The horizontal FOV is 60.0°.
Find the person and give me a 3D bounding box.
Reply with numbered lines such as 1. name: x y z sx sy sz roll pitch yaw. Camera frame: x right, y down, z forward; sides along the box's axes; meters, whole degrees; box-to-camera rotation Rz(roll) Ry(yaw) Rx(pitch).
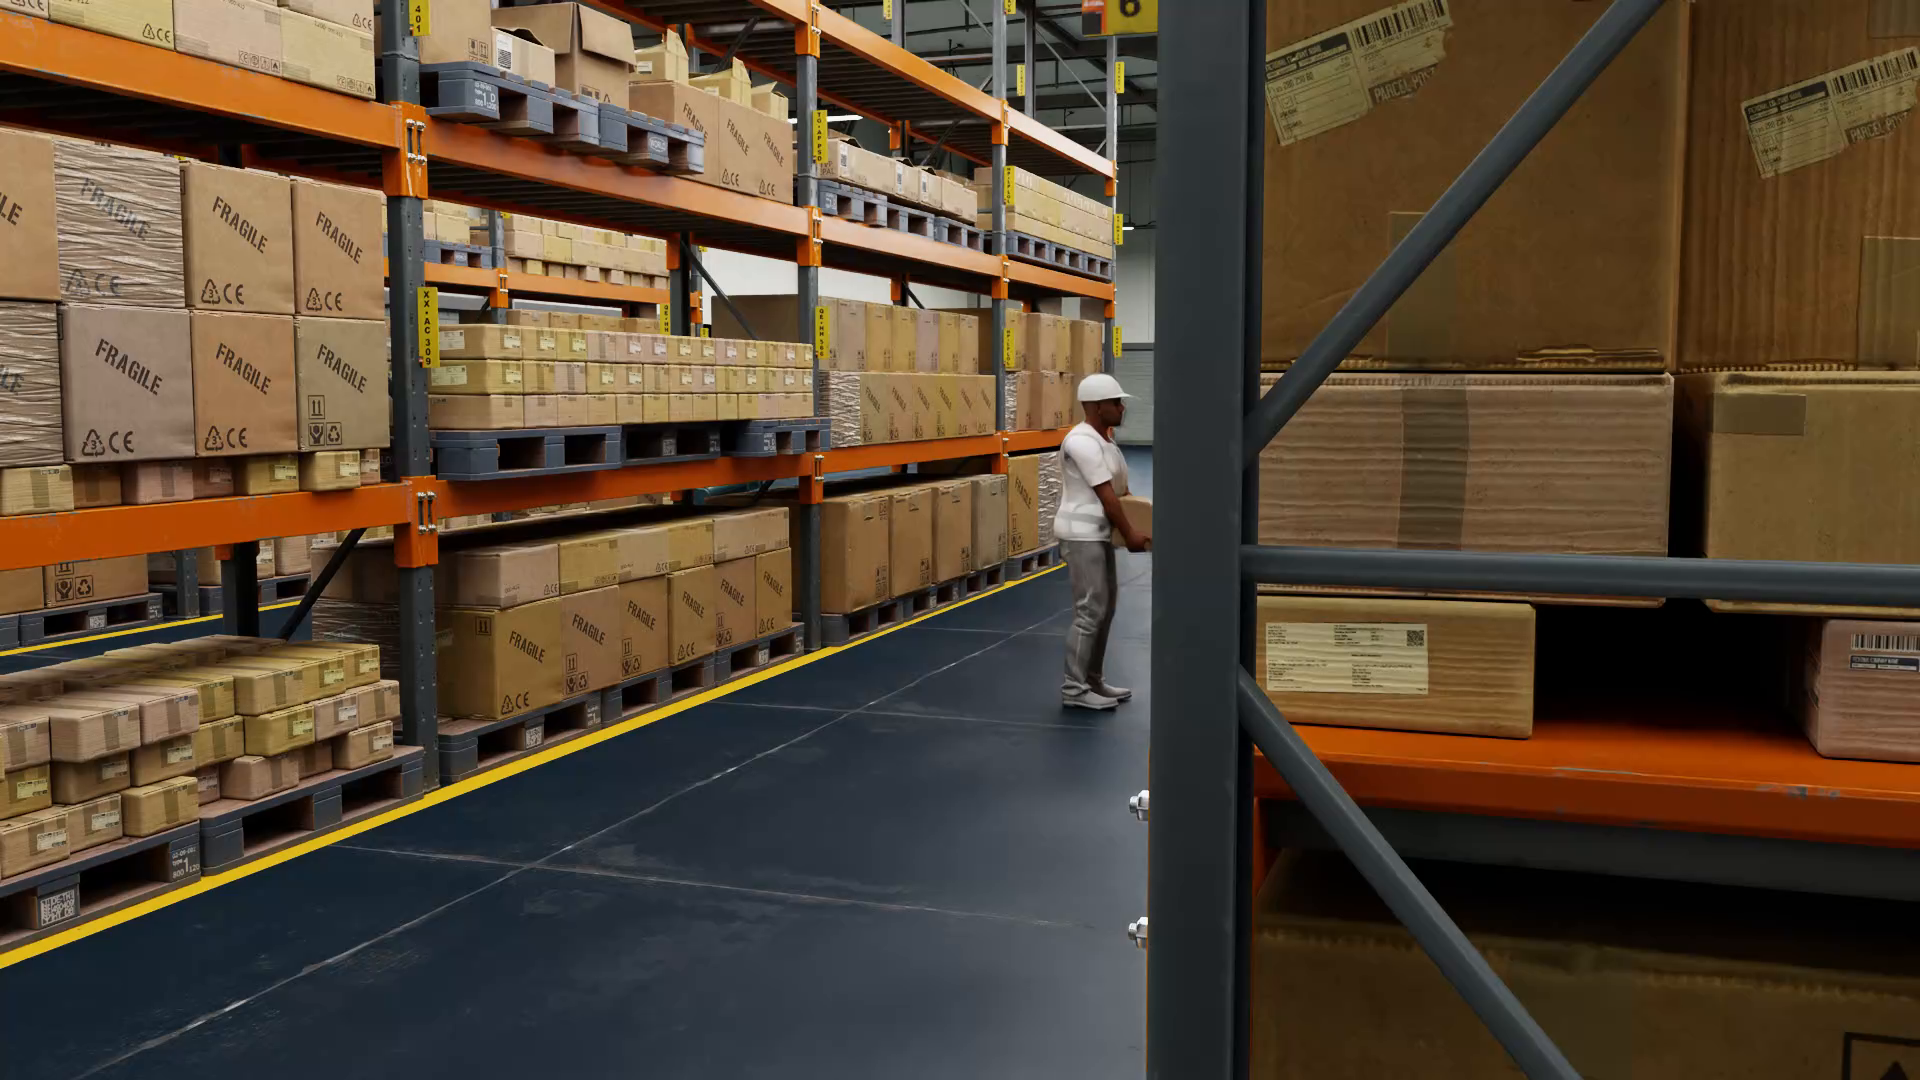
1. person: 0.800 0.003 8.863 0.576 1.761 0.505 2 5 18
